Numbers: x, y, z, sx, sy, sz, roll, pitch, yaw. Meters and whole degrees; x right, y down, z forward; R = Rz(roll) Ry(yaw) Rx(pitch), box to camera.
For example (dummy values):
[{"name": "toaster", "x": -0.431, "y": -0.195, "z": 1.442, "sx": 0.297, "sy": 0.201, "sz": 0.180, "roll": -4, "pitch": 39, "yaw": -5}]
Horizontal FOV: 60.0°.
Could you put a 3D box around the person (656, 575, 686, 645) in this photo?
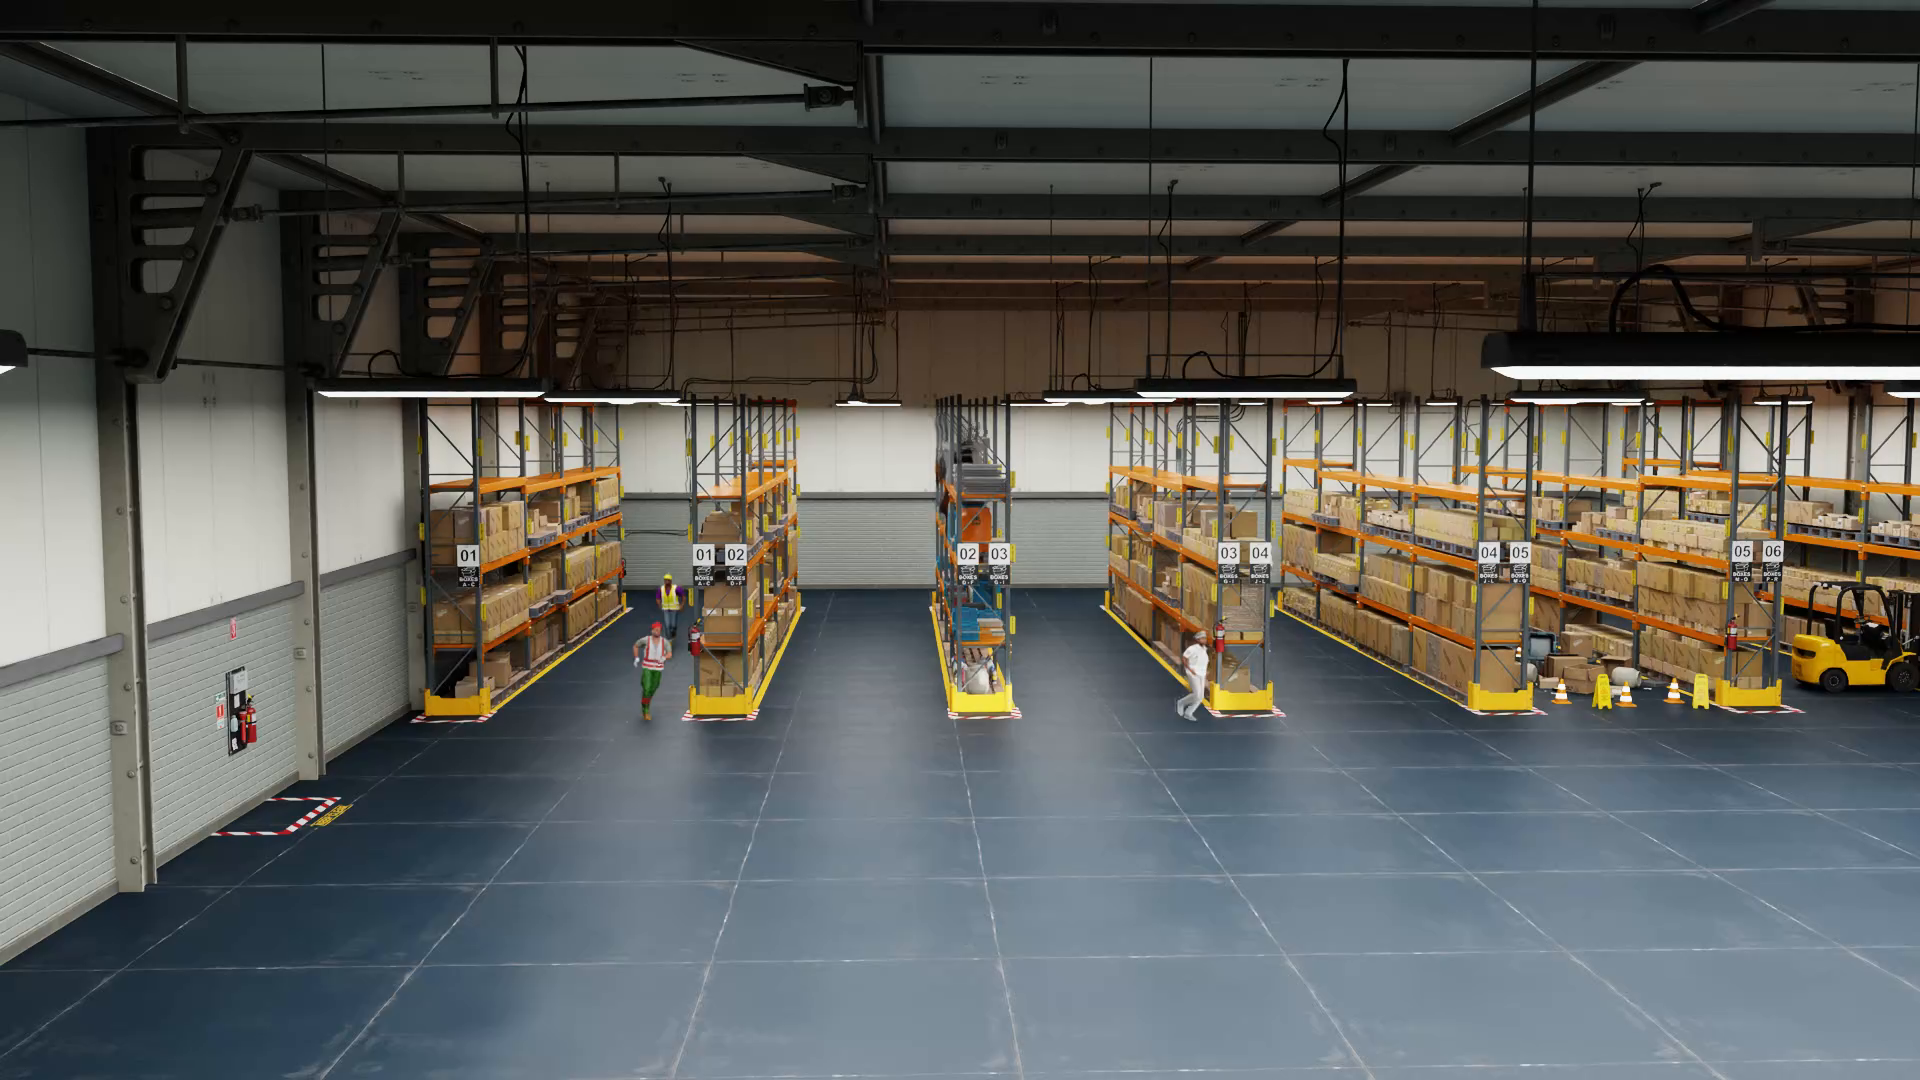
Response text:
[{"name": "person", "x": -7.033, "y": 1.693, "z": 40.360, "sx": 0.713, "sy": 1.728, "sz": 0.661, "roll": 0, "pitch": 4, "yaw": 1}]

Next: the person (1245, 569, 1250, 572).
[{"name": "person", "x": 8.466, "y": 1.057, "z": 48.526, "sx": 0.742, "sy": 1.758, "sz": 0.695, "roll": -2, "pitch": 5, "yaw": -24}]

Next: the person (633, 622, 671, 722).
[{"name": "person", "x": -5.714, "y": 2.411, "z": 30.933, "sx": 0.701, "sy": 1.782, "sz": 0.946, "roll": -2, "pitch": 5, "yaw": -22}]

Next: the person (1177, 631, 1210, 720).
[{"name": "person", "x": 4.366, "y": 2.491, "z": 30.731, "sx": 0.589, "sy": 1.648, "sz": 0.526, "roll": -4, "pitch": 6, "yaw": -41}]
